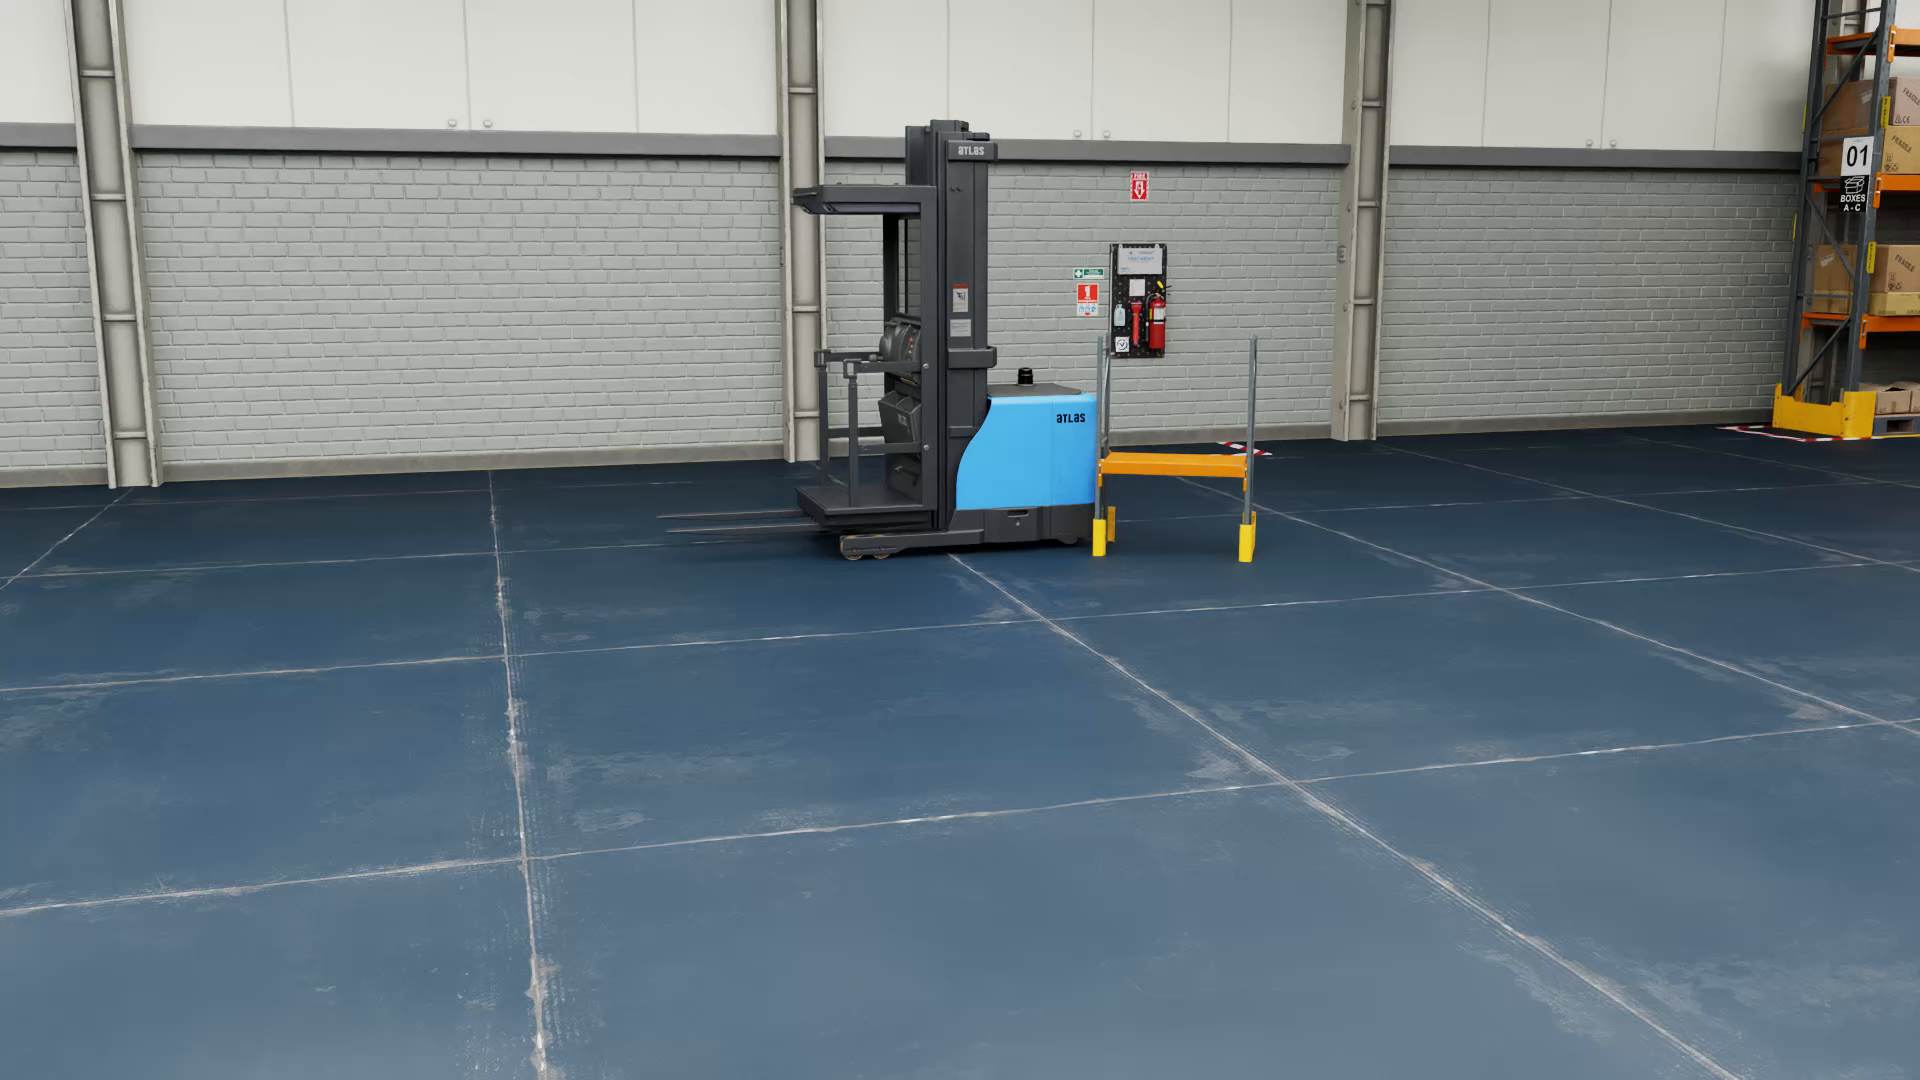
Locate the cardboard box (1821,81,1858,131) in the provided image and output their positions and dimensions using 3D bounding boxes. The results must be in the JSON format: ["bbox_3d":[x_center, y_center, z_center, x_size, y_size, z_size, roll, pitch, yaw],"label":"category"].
[{"bbox_3d":[9.921,-4.781,18.352,0.500,0.500,0.500,-3,11,-13],"label":"cardboard box"}]

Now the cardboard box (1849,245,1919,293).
[{"bbox_3d":[10.123,-2.964,18.151,0.500,0.500,0.500,-3,11,-16],"label":"cardboard box"}]

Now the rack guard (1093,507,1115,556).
[{"bbox_3d":[1.014,-0.065,11.708,0.087,0.250,0.587,2,11,12],"label":"rack guard"}]

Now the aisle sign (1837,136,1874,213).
[{"bbox_3d":[9.595,-3.910,17.821,0.004,0.787,0.394,-3,11,-16],"label":"aisle sign"}]

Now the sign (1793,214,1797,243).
[{"bbox_3d":[9.444,-3.510,18.756,0.005,0.325,0.100,-3,11,-16],"label":"sign"}]

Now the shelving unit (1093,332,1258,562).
[{"bbox_3d":[1.501,-0.661,11.492,1.083,1.500,0.587,2,11,12],"label":"shelving unit"}]

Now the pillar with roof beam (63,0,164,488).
[{"bbox_3d":[-6.069,-4.164,9.812,0.400,9.000,9.100,-3,11,-16],"label":"pillar with roof beam"}]

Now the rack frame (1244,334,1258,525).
[{"bbox_3d":[1.989,-0.642,11.389,0.032,1.500,0.500,2,11,12],"label":"rack frame"}]

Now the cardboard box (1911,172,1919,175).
[{"bbox_3d":[10.497,-4.216,18.047,0.500,0.500,0.500,-2,11,-12],"label":"cardboard box"}]

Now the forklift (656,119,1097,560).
[{"bbox_3d":[-0.601,-1.410,11.609,3.031,2.935,1.130,-3,11,-16],"label":"forklift"}]

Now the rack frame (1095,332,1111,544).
[{"bbox_3d":[0.996,-0.680,11.599,0.032,1.500,0.500,2,11,12],"label":"rack frame"}]

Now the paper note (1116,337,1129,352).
[{"bbox_3d":[1.677,-2.021,17.172,0.142,0.148,0.016,-3,11,-16],"label":"paper note"}]

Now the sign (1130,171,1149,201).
[{"bbox_3d":[1.831,-3.608,16.958,0.199,0.298,0.001,-3,11,-16],"label":"sign"}]

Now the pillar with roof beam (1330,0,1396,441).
[{"bbox_3d":[5.453,-4.772,13.111,0.400,9.000,9.100,-3,11,-16],"label":"pillar with roof beam"}]

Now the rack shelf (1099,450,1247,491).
[{"bbox_3d":[1.492,-0.484,11.527,1.000,0.185,0.538,2,11,12],"label":"rack shelf"}]

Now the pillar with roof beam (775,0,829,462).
[{"bbox_3d":[-0.308,-4.468,11.462,0.400,9.000,9.100,-3,11,-16],"label":"pillar with roof beam"}]

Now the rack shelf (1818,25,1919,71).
[{"bbox_3d":[11.501,-5.384,18.431,4.000,0.370,1.077,-3,11,-16],"label":"rack shelf"}]

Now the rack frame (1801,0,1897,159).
[{"bbox_3d":[9.580,-5.638,17.816,0.127,3.000,1.000,-3,11,-16],"label":"rack frame"}]

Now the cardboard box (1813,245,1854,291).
[{"bbox_3d":[9.974,-3.053,18.634,0.500,0.500,0.500,-3,11,-17],"label":"cardboard box"}]

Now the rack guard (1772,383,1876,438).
[{"bbox_3d":[9.653,-1.462,18.607,0.348,0.500,1.175,-3,11,-16],"label":"rack guard"}]

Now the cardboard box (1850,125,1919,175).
[{"bbox_3d":[9.971,-4.195,17.933,0.500,0.500,0.500,-3,11,-14],"label":"cardboard box"}]

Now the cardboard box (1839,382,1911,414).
[{"bbox_3d":[10.270,-1.601,18.668,0.500,0.311,0.500,-4,11,-22],"label":"cardboard box"}]

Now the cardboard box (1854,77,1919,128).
[{"bbox_3d":[10.018,-4.691,17.863,0.500,0.500,0.500,-4,11,-20],"label":"cardboard box"}]

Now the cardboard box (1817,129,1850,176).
[{"bbox_3d":[9.910,-4.287,18.431,0.500,0.500,0.500,-2,11,-12],"label":"cardboard box"}]

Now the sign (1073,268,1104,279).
[{"bbox_3d":[1.314,-2.718,16.963,0.331,0.109,0.001,-3,11,-16],"label":"sign"}]

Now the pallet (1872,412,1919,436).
[{"bbox_3d":[10.443,-1.355,18.823,1.213,0.211,1.003,-3,11,-16],"label":"pallet"}]

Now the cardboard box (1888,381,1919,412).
[{"bbox_3d":[10.817,-1.630,18.825,0.500,0.311,0.500,-2,11,-11],"label":"cardboard box"}]

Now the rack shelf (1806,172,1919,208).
[{"bbox_3d":[11.501,-3.910,18.703,4.000,0.370,1.077,-3,11,-16],"label":"rack shelf"}]

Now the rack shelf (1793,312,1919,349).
[{"bbox_3d":[11.501,-2.435,18.974,4.000,0.370,1.077,-3,11,-16],"label":"rack shelf"}]

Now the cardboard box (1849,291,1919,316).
[{"bbox_3d":[10.138,-2.593,18.205,0.500,0.250,0.500,-3,11,-18],"label":"cardboard box"}]

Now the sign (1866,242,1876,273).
[{"bbox_3d":[9.732,-3.019,17.769,0.005,0.325,0.100,-3,11,-16],"label":"sign"}]

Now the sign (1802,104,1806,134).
[{"bbox_3d":[9.444,-4.696,18.537,0.005,0.325,0.100,-3,11,-16],"label":"sign"}]

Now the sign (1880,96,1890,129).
[{"bbox_3d":[9.732,-4.498,17.496,0.005,0.325,0.100,-3,11,-16],"label":"sign"}]

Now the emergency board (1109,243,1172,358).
[{"bbox_3d":[1.866,-2.451,17.076,0.643,1.169,0.194,-3,11,-16],"label":"emergency board"}]

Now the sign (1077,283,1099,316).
[{"bbox_3d":[1.307,-2.459,17.018,0.234,0.329,0.001,-3,11,-16],"label":"sign"}]

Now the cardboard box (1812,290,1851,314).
[{"bbox_3d":[9.975,-2.681,18.683,0.500,0.250,0.500,-3,11,-15],"label":"cardboard box"}]

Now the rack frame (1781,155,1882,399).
[{"bbox_3d":[9.580,-2.687,18.359,0.127,3.000,1.000,-3,11,-16],"label":"rack frame"}]

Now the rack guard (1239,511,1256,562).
[{"bbox_3d":[1.988,-0.027,11.502,0.087,0.250,0.587,2,11,12],"label":"rack guard"}]

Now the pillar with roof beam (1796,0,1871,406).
[{"bbox_3d":[11.214,-5.075,14.760,0.400,9.000,9.100,-3,11,-16],"label":"pillar with roof beam"}]
